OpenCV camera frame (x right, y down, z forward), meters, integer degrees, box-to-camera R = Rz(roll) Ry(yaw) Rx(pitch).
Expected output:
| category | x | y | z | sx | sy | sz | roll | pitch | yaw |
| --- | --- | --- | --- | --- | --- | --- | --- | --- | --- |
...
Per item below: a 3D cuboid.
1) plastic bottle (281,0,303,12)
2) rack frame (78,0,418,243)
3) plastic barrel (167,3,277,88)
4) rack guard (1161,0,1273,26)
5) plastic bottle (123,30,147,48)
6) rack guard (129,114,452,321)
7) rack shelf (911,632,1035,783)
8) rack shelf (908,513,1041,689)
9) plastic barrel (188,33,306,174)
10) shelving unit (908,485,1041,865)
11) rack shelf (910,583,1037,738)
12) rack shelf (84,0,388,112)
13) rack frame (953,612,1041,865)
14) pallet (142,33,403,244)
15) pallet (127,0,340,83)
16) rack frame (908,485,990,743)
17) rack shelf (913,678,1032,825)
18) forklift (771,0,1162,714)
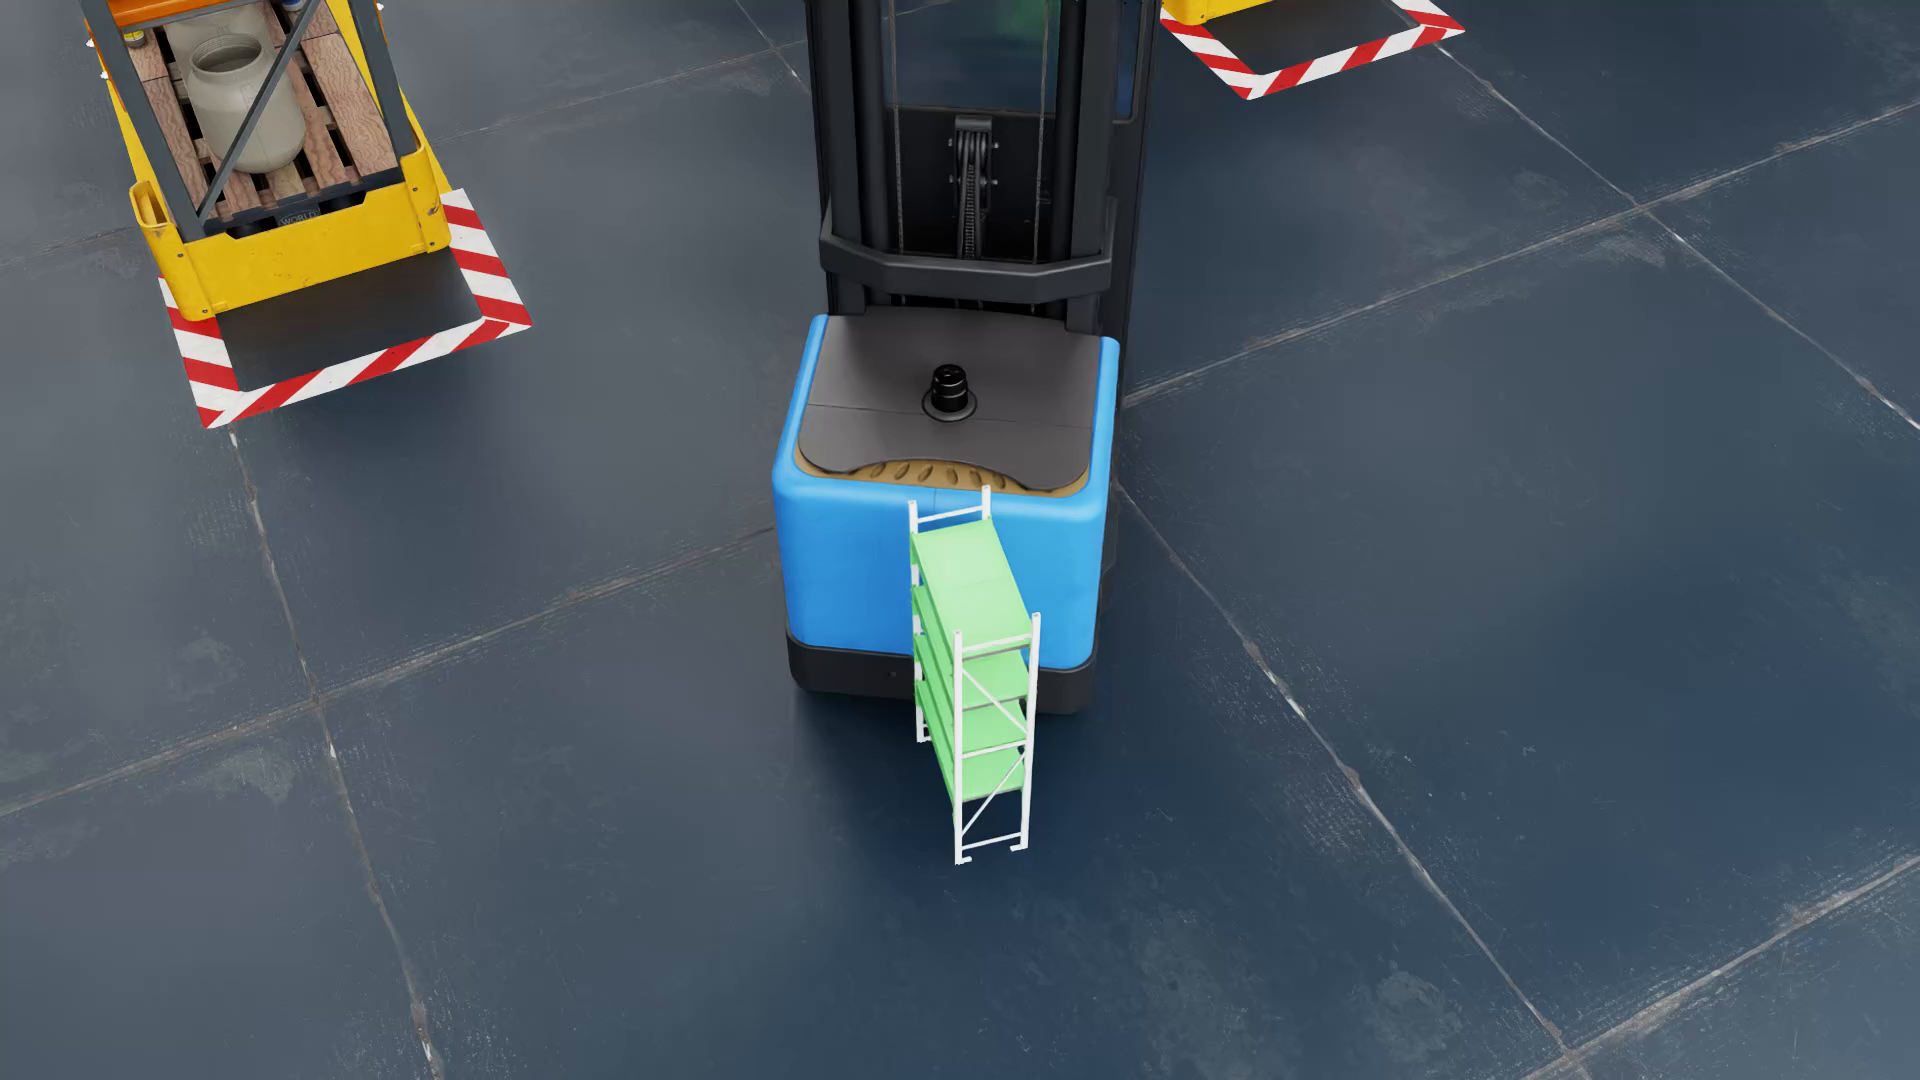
| category | x | y | z | sx | sy | sz | roll | pitch | yaw |
| --- | --- | --- | --- | --- | --- | --- | --- | --- | --- |
| plastic bottle | -3.320 | -2.748 | 8.181 | 0.097 | 0.271 | 0.097 | 0 | 49 | 0 |
| rack frame | -2.768 | -2.181 | 6.164 | 1.000 | 3.000 | 0.127 | -21 | 52 | -18 |
| plastic barrel | -3.366 | -2.249 | 7.598 | 0.421 | 0.512 | 0.421 | 0 | 49 | 0 |
| rack guard | 1.602 | -3.114 | 8.642 | 1.175 | 0.500 | 0.348 | -21 | 52 | -18 |
| plastic bottle | -3.998 | -2.482 | 7.995 | 0.097 | 0.201 | 0.097 | 0 | 49 | 0 |
| rack guard | -2.844 | -1.392 | 7.136 | 1.175 | 0.500 | 0.348 | -21 | 52 | -18 |
| rack shelf | 0.035 | 0.484 | 5.114 | 0.258 | 0.148 | 0.480 | -12 | 50 | -10 |
| rack shelf | 0.035 | 0.168 | 4.753 | 0.258 | 0.148 | 0.480 | -12 | 50 | -10 |
| plastic barrel | -3.137 | -1.914 | 7.305 | 0.421 | 0.512 | 0.421 | 0 | 49 | 0 |
| shelving unit | 0.035 | 0.442 | 5.066 | 0.258 | 1.200 | 0.503 | -12 | 50 | -10 |
| rack shelf | 0.035 | 0.326 | 4.933 | 0.258 | 0.148 | 0.480 | -12 | 50 | -10 |
| rack shelf | -3.683 | -3.282 | 7.606 | 1.077 | 0.370 | 4.000 | -21 | 52 | -18 |
| rack frame | 0.100 | 0.619 | 4.911 | 0.240 | 1.200 | 0.015 | -12 | 50 | -10 |
| pallet | -3.211 | -1.843 | 7.721 | 1.003 | 0.211 | 1.213 | -21 | 52 | -18 |
| pallet | -3.765 | -2.658 | 8.435 | 1.003 | 0.211 | 1.213 | -21 | 52 | -18 |
| rack frame | -0.030 | 0.265 | 5.221 | 0.240 | 1.200 | 0.015 | -12 | 50 | -10 |
| rack shelf | 0.035 | 0.642 | 5.295 | 0.258 | 0.148 | 0.480 | -12 | 50 | -10 |
| forklift | 0.098 | -1.495 | 5.611 | 1.130 | 2.935 | 3.031 | 5 | 49 | 4 |
